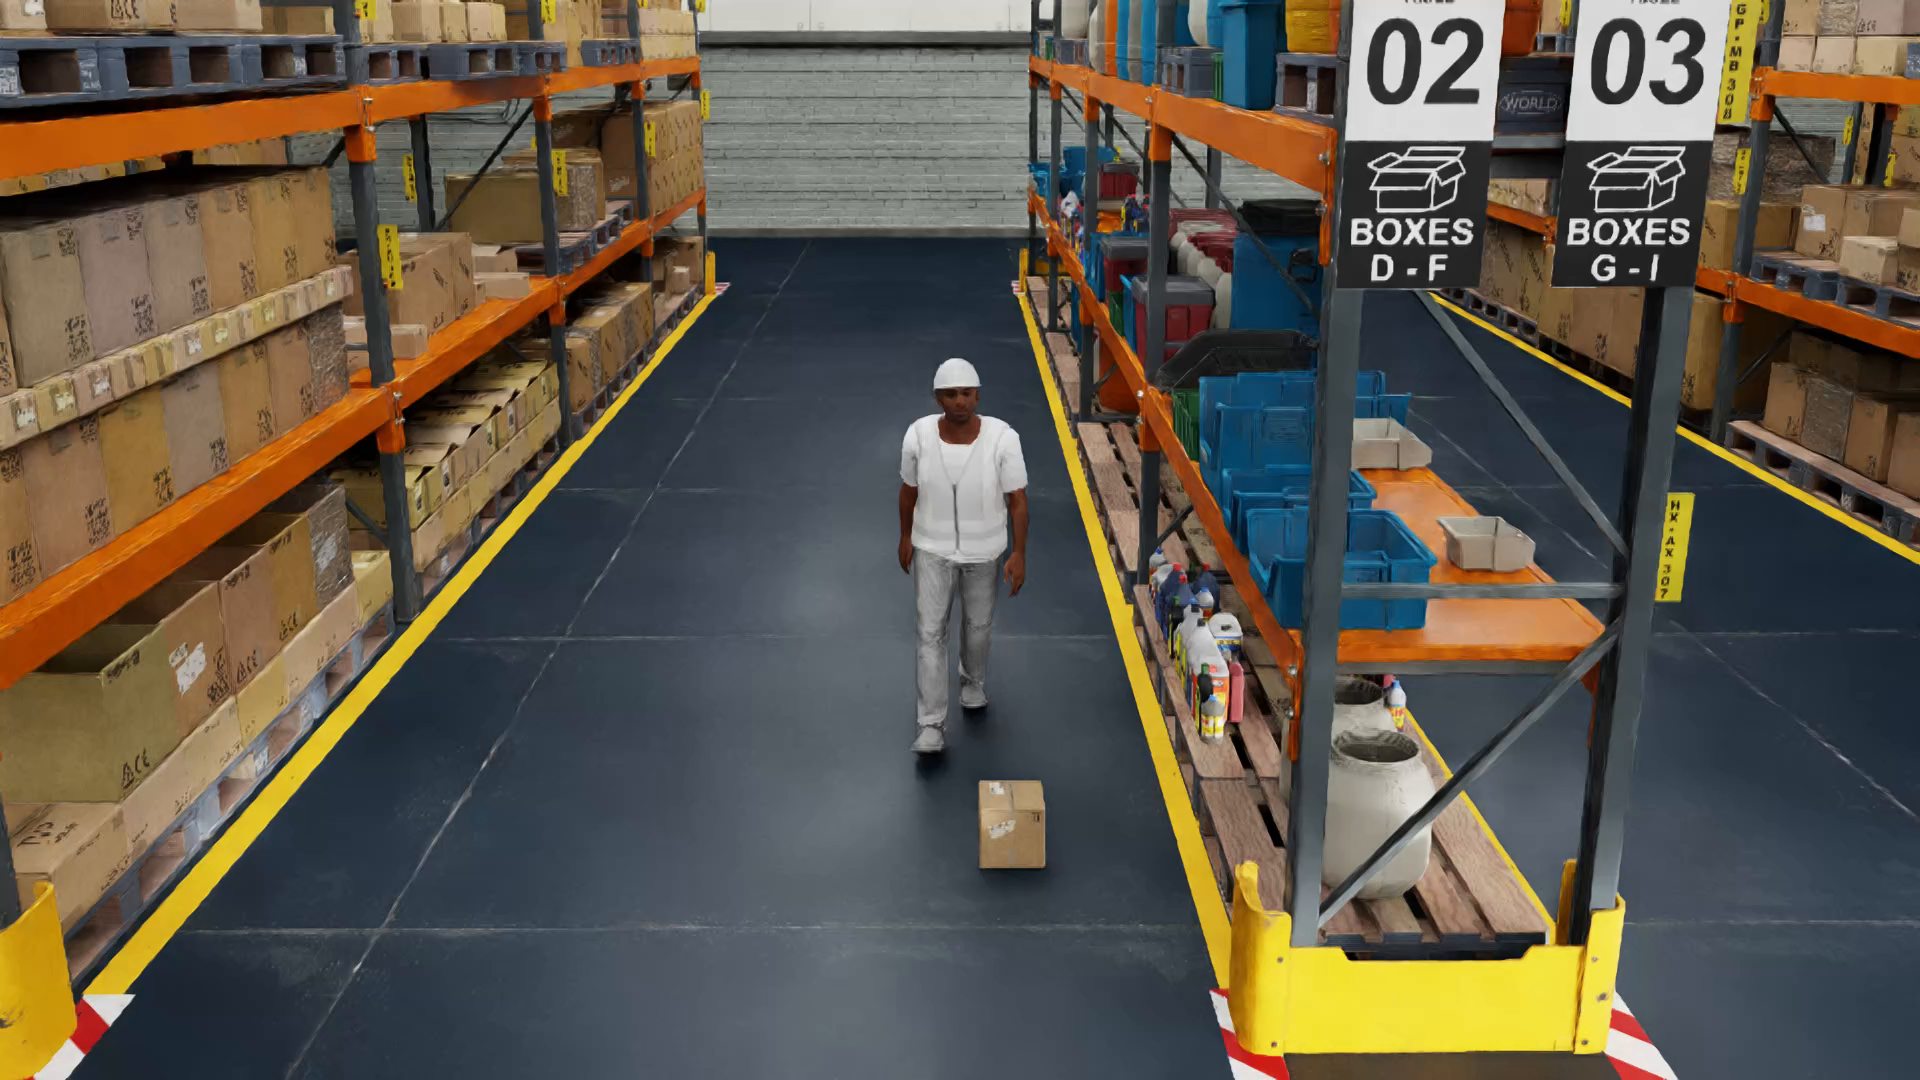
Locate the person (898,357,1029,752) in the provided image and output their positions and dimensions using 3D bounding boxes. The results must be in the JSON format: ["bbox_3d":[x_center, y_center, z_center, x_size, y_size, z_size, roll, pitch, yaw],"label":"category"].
[{"bbox_3d":[0.007,0.045,7.372,0.593,1.725,0.955,0,17,1],"label":"person"}]
